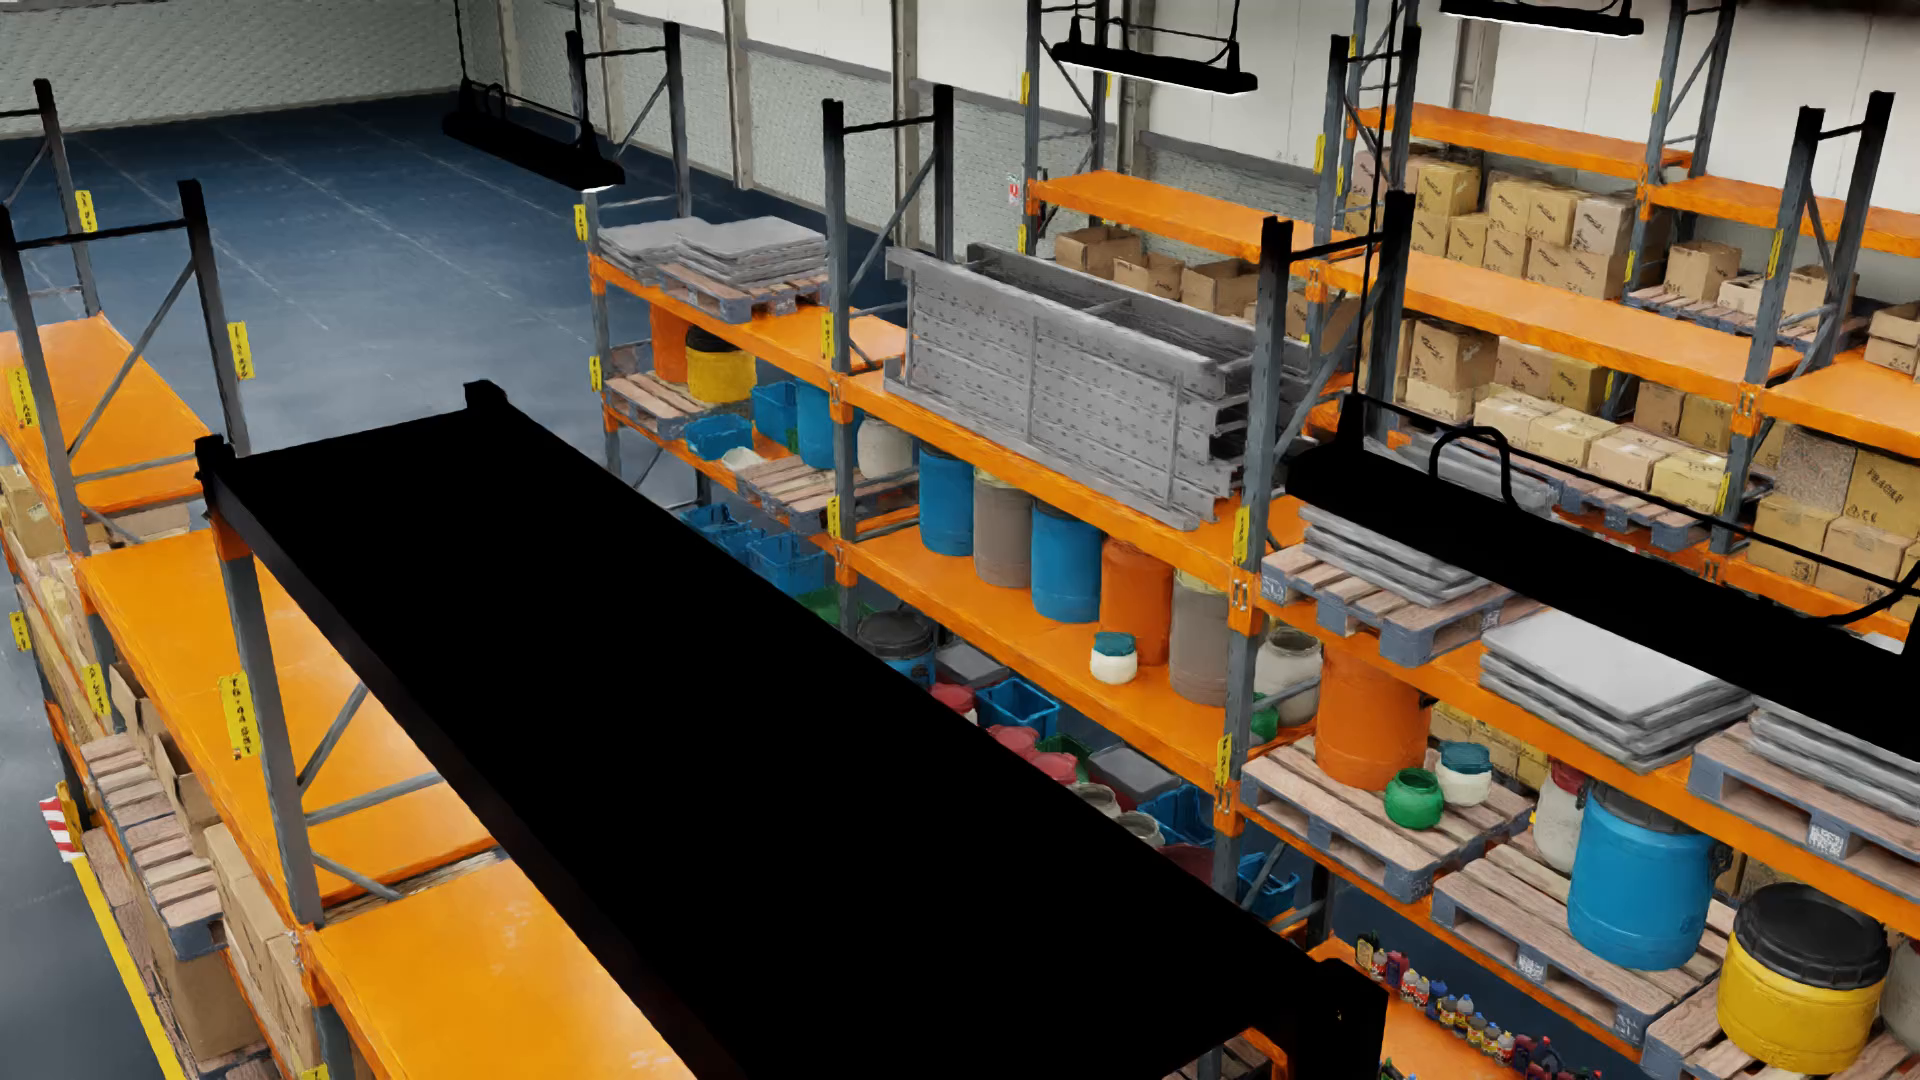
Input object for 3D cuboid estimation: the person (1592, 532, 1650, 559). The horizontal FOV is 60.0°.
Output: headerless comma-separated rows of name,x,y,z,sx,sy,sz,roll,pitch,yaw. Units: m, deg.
person,6.200,0.493,15.747,0.605,1.789,0.451,10,27,21
